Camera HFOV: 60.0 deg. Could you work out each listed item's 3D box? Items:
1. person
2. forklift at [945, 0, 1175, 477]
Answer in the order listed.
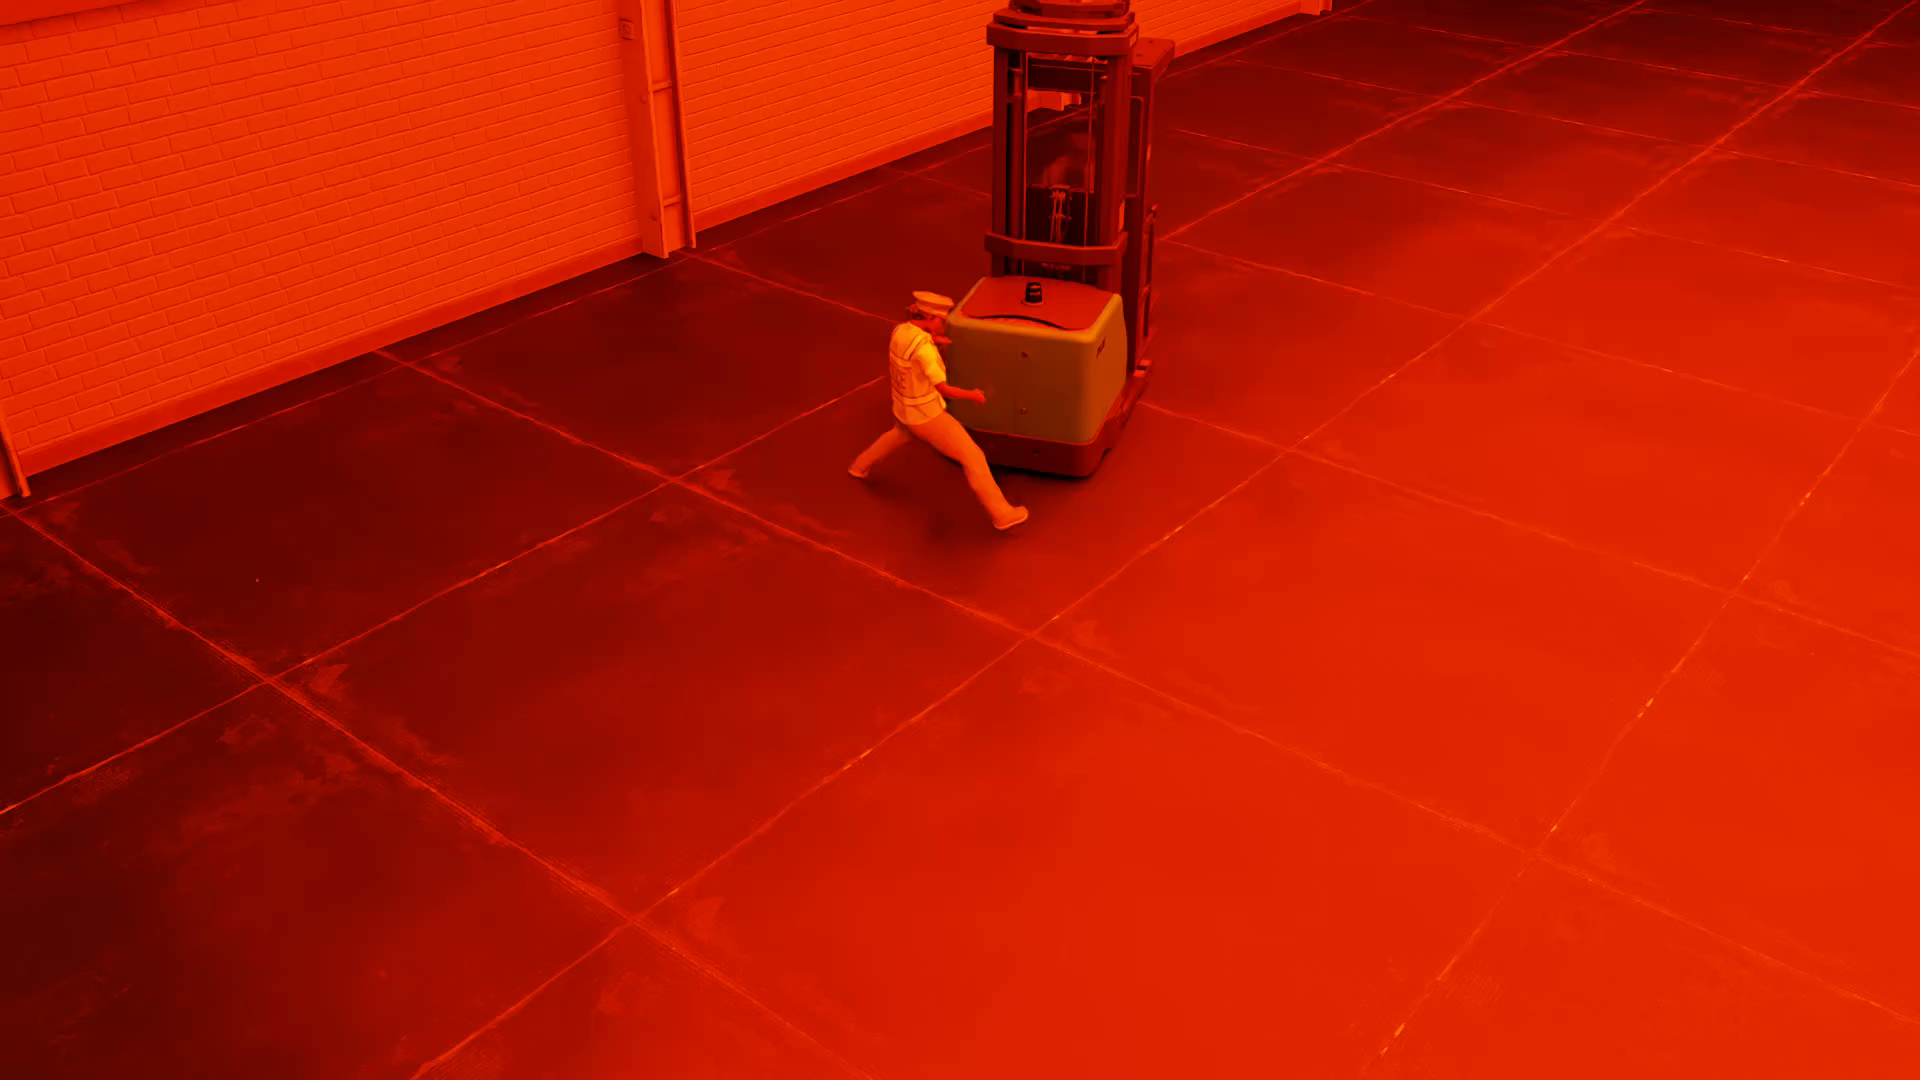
[{"bbox_3d":[-0.160,-0.909,10.604,0.882,1.474,1.201,-13,33,-21],"label":"person"},{"bbox_3d":[0.832,-2.419,11.735,1.130,2.935,3.031,9,32,16],"label":"forklift"}]
